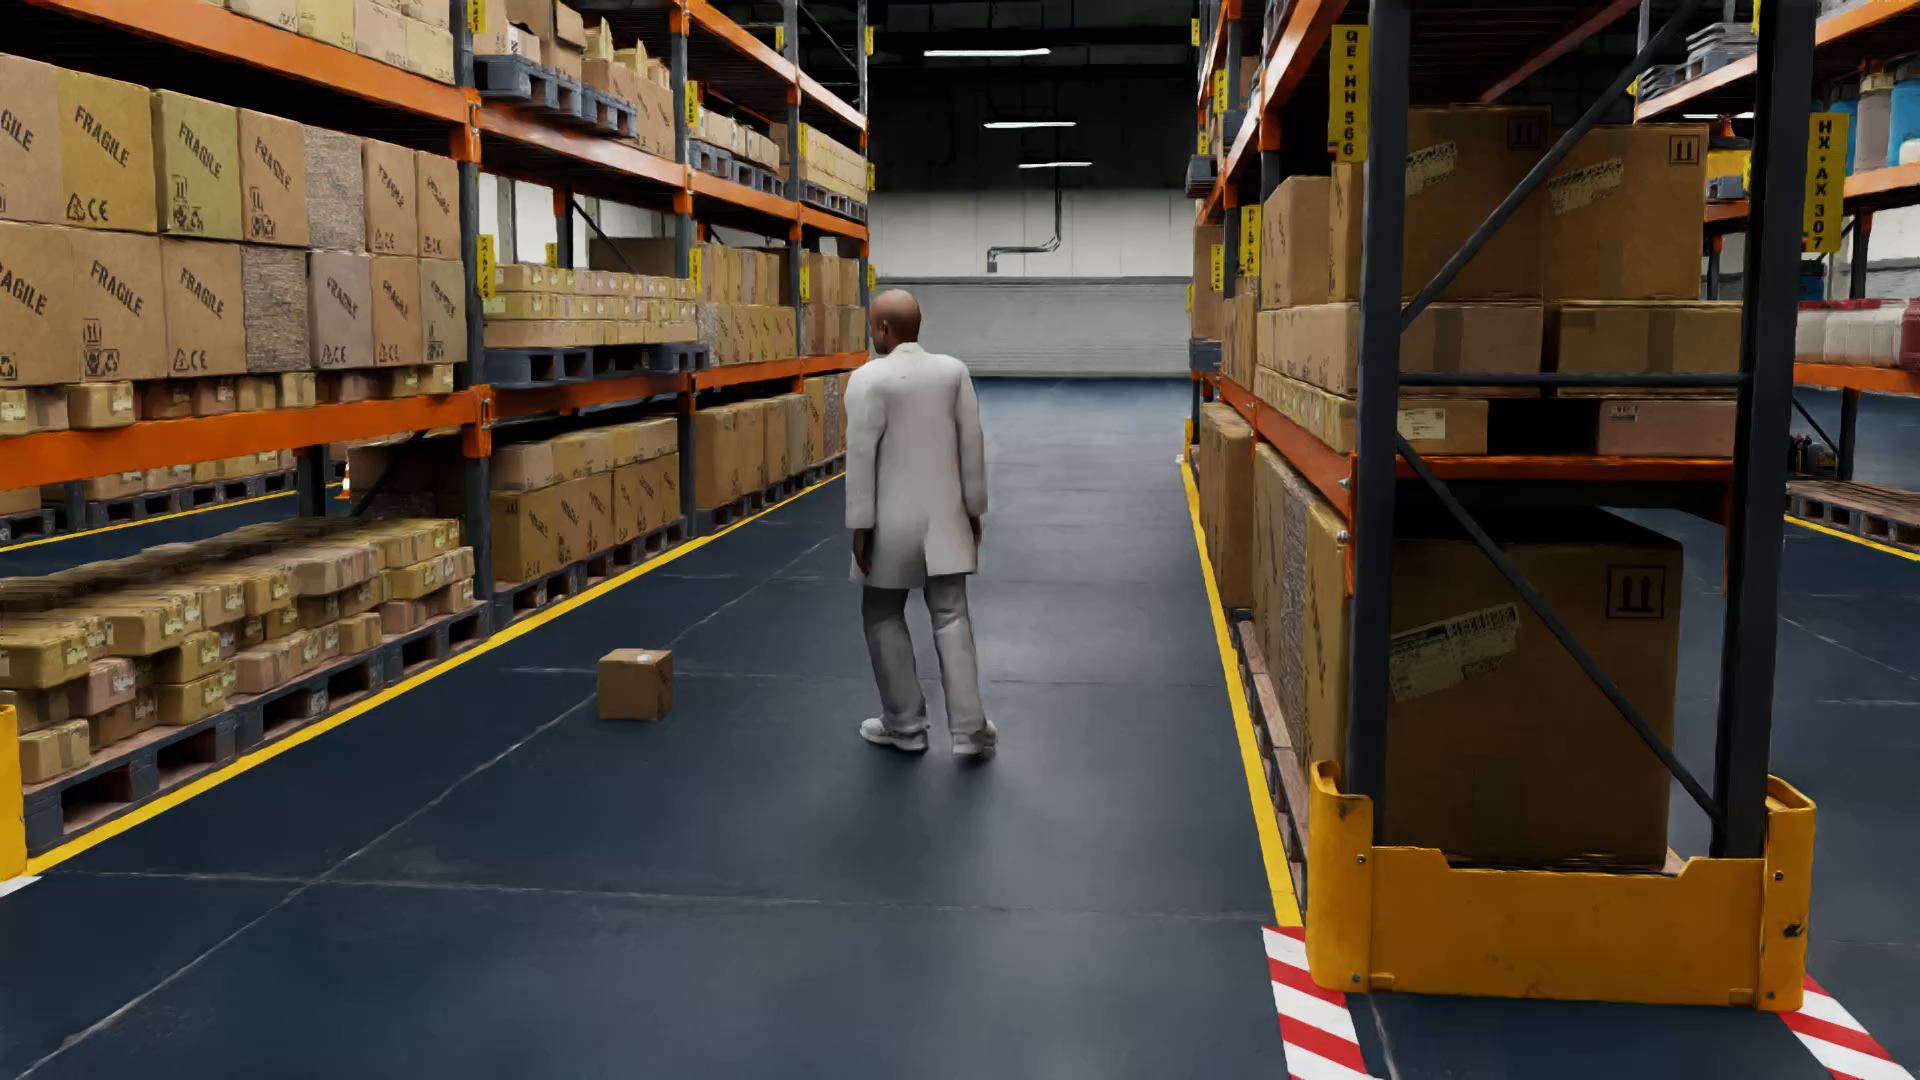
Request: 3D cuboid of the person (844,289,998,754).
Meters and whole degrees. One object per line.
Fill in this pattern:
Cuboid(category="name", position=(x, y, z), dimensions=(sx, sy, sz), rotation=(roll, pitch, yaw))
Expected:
Cuboid(category="person", position=(-0.153, -0.063, 6.339), dimensions=(0.612, 1.768, 0.627), rotation=(-4, 8, -26))
